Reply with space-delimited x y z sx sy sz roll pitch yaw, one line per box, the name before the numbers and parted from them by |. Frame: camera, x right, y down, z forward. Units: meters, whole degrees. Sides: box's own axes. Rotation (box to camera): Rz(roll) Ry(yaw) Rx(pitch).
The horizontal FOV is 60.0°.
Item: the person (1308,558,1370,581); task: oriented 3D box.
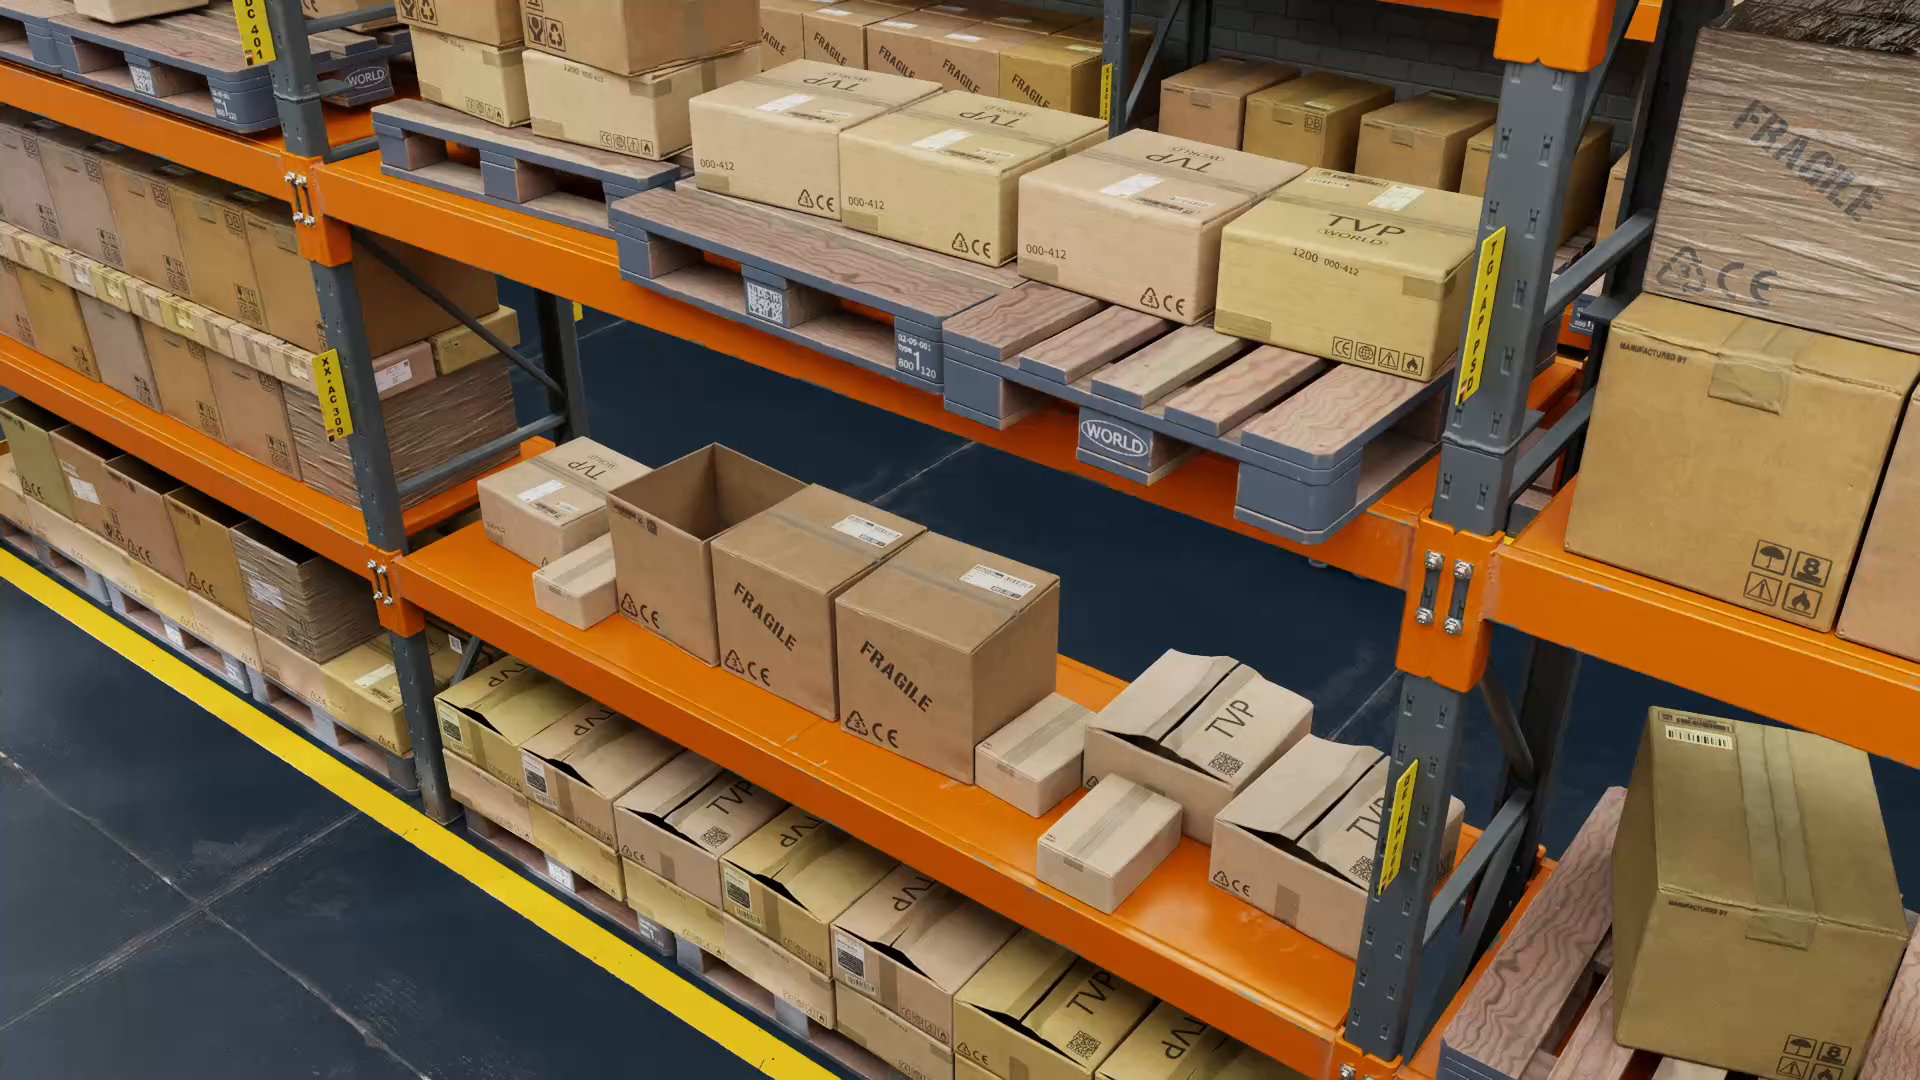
person | 1.988 -0.641 8.189 0.526 1.794 0.386 19 36 29
